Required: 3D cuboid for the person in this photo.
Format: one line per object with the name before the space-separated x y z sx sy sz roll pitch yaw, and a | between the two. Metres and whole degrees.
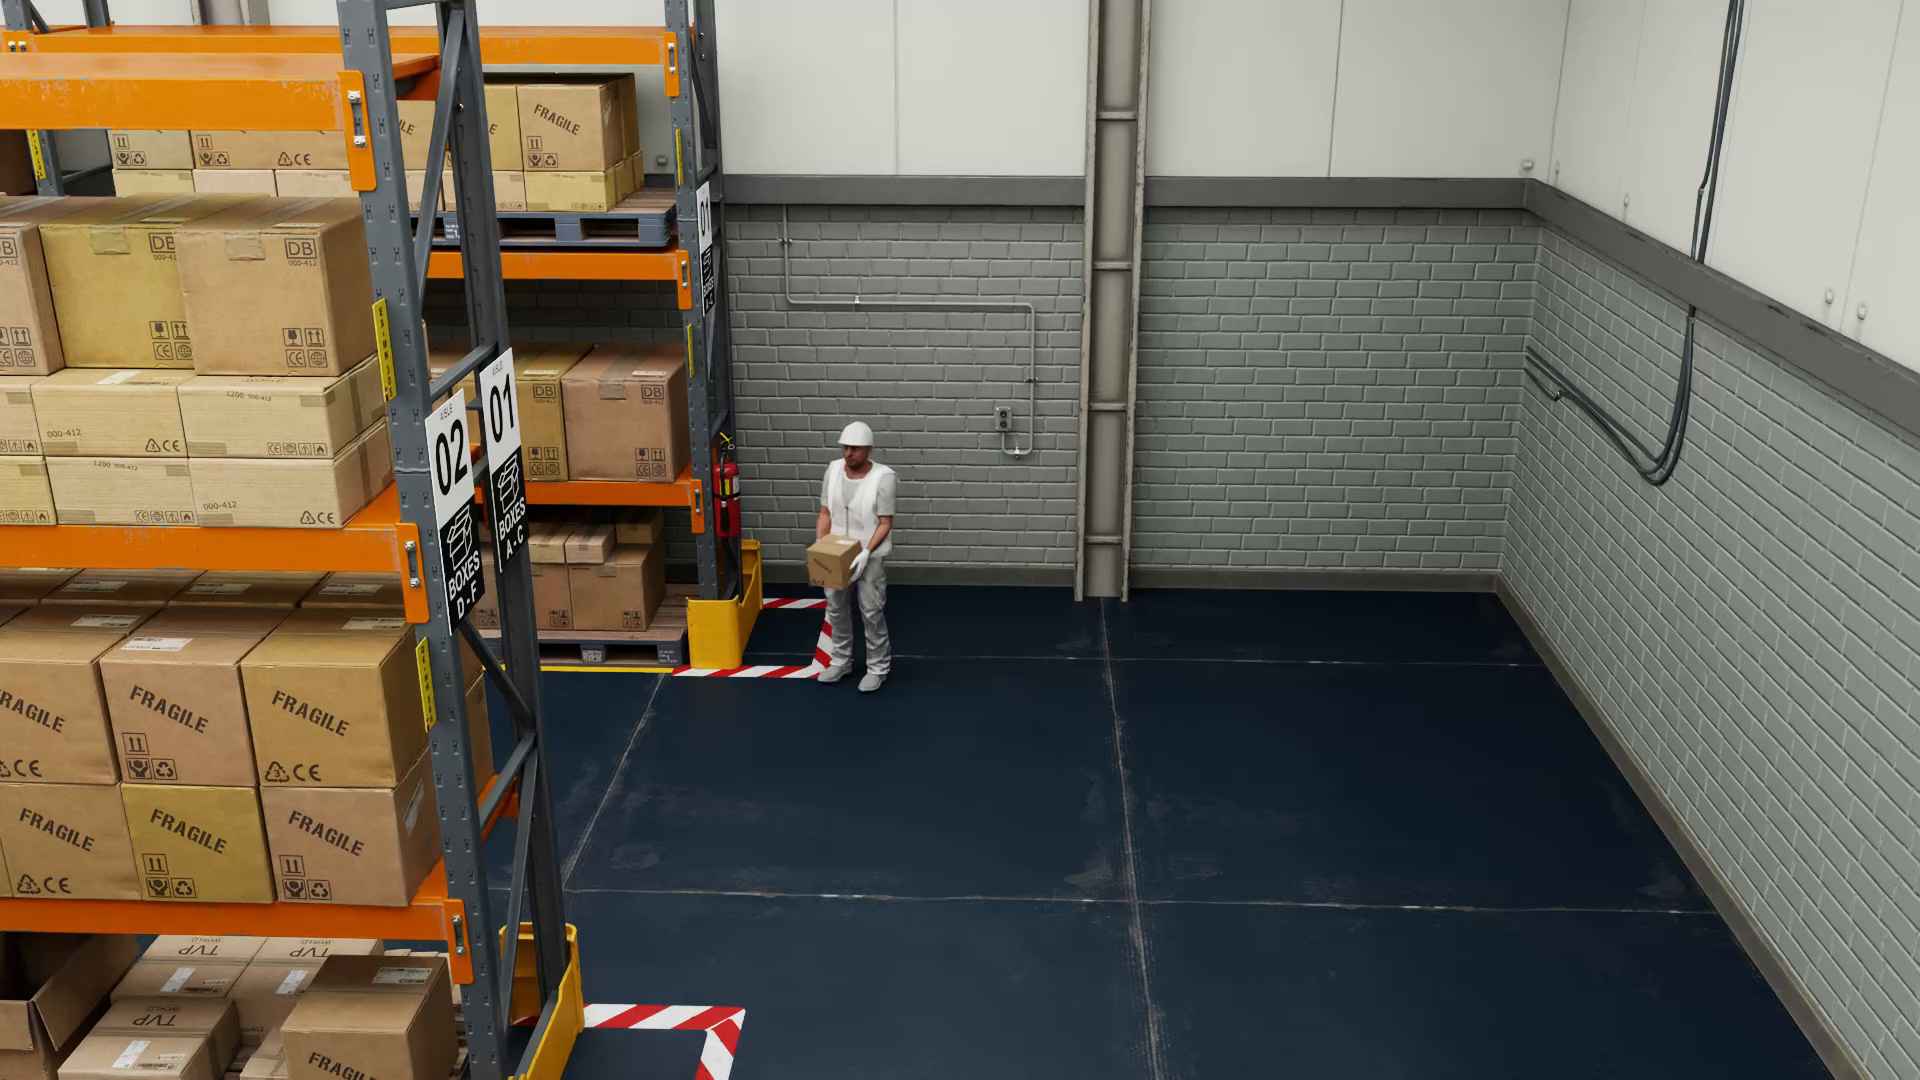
person | -0.692 0.115 10.737 0.542 1.789 0.520 11 23 26
